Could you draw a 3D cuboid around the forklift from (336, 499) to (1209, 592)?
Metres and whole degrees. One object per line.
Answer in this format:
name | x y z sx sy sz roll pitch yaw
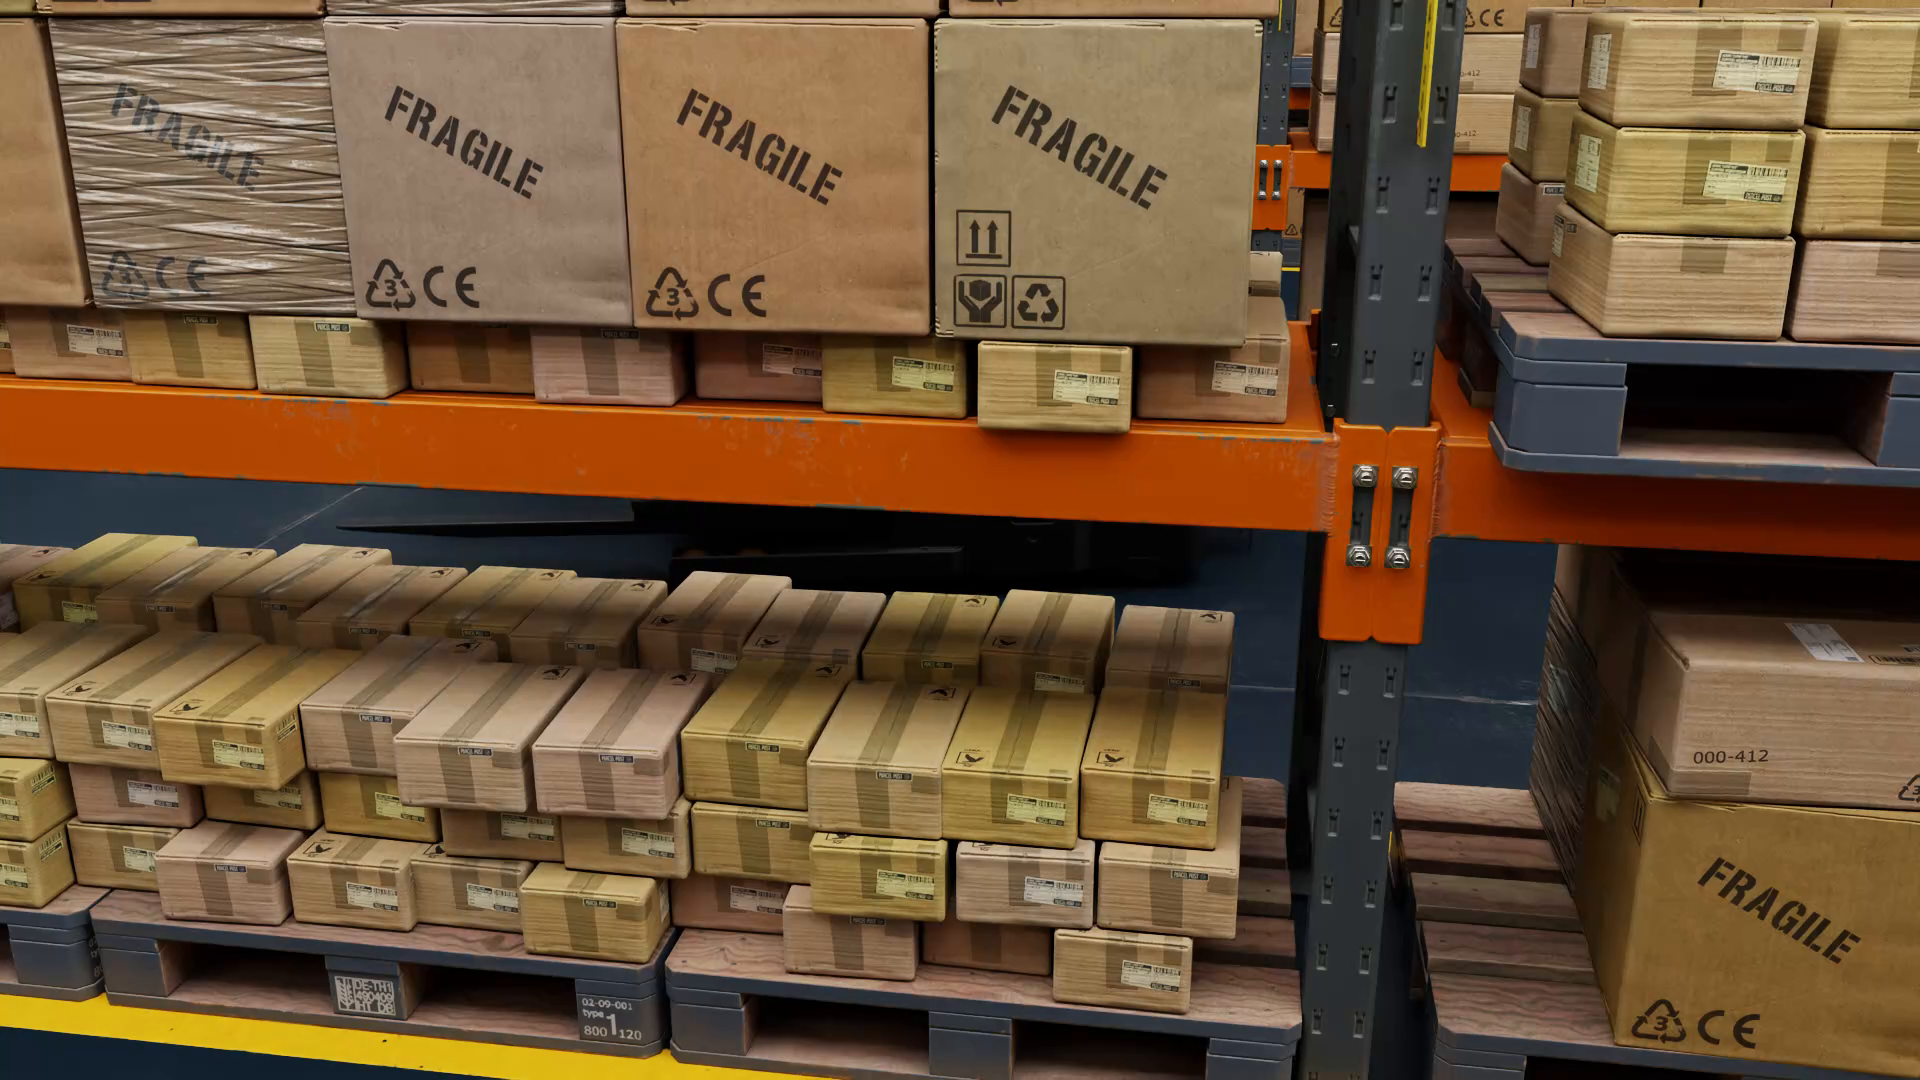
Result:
forklift | -0.666 -1.362 5.754 3.031 2.935 1.130 -1 19 -4

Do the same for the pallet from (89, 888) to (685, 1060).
pallet | -1.109 0.733 3.779 1.213 0.211 1.003 3 19 9

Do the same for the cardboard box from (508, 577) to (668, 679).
cardboard box | -0.841 0.221 3.809 0.250 0.149 0.380 2 19 6

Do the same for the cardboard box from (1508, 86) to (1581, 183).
cardboard box | 1.192 -0.769 3.138 0.250 0.149 0.380 3 19 10

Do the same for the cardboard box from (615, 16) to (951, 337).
cardboard box | -0.267 -0.657 2.912 0.500 0.500 0.500 2 19 7

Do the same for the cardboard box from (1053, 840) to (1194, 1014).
cardboard box | 0.327 0.734 3.213 0.250 0.149 0.380 3 19 9

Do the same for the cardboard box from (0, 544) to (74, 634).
cardboard box | -2.379 0.142 4.046 0.250 0.149 0.380 3 19 10

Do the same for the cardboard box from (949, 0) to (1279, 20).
cardboard box | 0.261 -1.107 2.683 0.500 0.500 0.500 2 19 7

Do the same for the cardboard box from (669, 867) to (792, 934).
cardboard box | -0.428 0.650 3.463 0.250 0.149 0.380 2 19 7

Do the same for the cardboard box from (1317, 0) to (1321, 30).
cardboard box | 1.935 -2.639 7.731 0.500 0.500 0.500 4 19 10

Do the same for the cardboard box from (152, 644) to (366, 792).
cardboard box | -1.415 0.357 3.404 0.250 0.149 0.380 3 19 9

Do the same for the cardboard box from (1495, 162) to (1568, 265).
cardboard box | 1.192 -0.628 3.186 0.250 0.149 0.380 2 19 7

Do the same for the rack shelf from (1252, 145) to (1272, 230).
rack shelf | -0.521 -1.821 8.152 4.000 0.370 1.077 3 19 9

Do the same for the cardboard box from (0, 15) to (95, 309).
cardboard box | -1.768 -0.739 3.157 0.500 0.500 0.500 3 19 9

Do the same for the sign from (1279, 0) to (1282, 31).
sign | 1.367 -2.336 7.067 0.005 0.325 0.100 3 19 9

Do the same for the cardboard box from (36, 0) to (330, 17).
cardboard box | -1.267 -1.183 2.909 0.500 0.500 0.500 2 19 7

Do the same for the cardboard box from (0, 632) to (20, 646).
cardboard box | -2.198 0.325 3.497 0.250 0.149 0.380 3 19 9

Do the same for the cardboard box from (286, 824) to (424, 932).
cardboard box | -1.185 0.646 3.476 0.250 0.149 0.380 3 19 9

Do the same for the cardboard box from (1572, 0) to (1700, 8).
cardboard box | 2.844 -2.428 7.099 0.500 0.500 0.500 2 19 7

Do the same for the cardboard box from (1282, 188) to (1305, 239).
cardboard box | 2.679 -2.536 12.432 0.500 0.500 0.500 4 19 11

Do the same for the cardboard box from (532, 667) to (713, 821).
cardboard box | -0.656 0.396 3.287 0.250 0.149 0.380 2 19 6

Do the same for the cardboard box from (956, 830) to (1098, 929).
cardboard box | 0.138 0.580 3.204 0.250 0.149 0.380 2 19 6

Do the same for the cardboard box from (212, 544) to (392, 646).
cardboard box | -1.584 0.144 4.040 0.250 0.149 0.380 4 19 11

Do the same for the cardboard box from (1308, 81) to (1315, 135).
cardboard box | 1.936 -2.047 7.930 0.500 0.250 0.500 2 19 7

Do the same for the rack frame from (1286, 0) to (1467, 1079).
rack frame | 0.768 -0.506 3.087 0.127 3.000 1.000 3 19 9

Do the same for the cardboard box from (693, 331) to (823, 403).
cardboard box | -0.321 -0.373 3.087 0.250 0.149 0.380 2 19 7

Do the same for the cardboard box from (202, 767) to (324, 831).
cardboard box | -1.400 0.459 3.567 0.250 0.149 0.380 4 19 11

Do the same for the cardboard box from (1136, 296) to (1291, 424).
cardboard box | 0.449 -0.328 2.951 0.250 0.149 0.380 3 19 8

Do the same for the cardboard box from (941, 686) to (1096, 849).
cardboard box | 0.117 0.428 3.190 0.250 0.149 0.380 3 19 9

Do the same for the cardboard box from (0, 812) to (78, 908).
cardboard box | -1.962 0.618 3.561 0.250 0.149 0.380 3 19 9

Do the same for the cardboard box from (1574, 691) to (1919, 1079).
cardboard box | 1.456 0.601 3.058 0.500 0.500 0.500 4 19 11

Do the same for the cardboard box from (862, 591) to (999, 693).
cardboard box | -0.059 0.253 3.713 0.250 0.149 0.380 3 19 8

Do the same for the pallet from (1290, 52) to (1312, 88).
pallet | 3.009 -3.451 12.193 1.213 0.211 1.003 3 19 9

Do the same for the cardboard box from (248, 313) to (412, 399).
cardboard box | -1.106 -0.384 3.119 0.250 0.149 0.380 3 19 10

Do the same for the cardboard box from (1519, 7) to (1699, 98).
cardboard box | 1.195 -0.909 3.088 0.250 0.149 0.380 4 19 11

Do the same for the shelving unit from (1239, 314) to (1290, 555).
shelving unit | 1.015 -0.417 6.105 0.210 0.900 0.258 6 18 -1

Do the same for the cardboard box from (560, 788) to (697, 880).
cardboard box | -0.617 0.522 3.378 0.250 0.149 0.380 3 19 10

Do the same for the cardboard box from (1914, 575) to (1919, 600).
cardboard box | 1.982 0.271 2.862 0.500 0.250 0.500 3 19 10

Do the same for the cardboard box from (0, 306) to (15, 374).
cardboard box | -1.857 -0.447 3.309 0.250 0.149 0.380 3 19 8

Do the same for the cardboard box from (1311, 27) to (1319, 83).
cardboard box | 1.927 -2.282 7.843 0.500 0.250 0.500 3 19 9

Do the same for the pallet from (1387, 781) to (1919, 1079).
pallet | 1.537 0.855 3.414 1.213 0.211 1.003 3 19 9
